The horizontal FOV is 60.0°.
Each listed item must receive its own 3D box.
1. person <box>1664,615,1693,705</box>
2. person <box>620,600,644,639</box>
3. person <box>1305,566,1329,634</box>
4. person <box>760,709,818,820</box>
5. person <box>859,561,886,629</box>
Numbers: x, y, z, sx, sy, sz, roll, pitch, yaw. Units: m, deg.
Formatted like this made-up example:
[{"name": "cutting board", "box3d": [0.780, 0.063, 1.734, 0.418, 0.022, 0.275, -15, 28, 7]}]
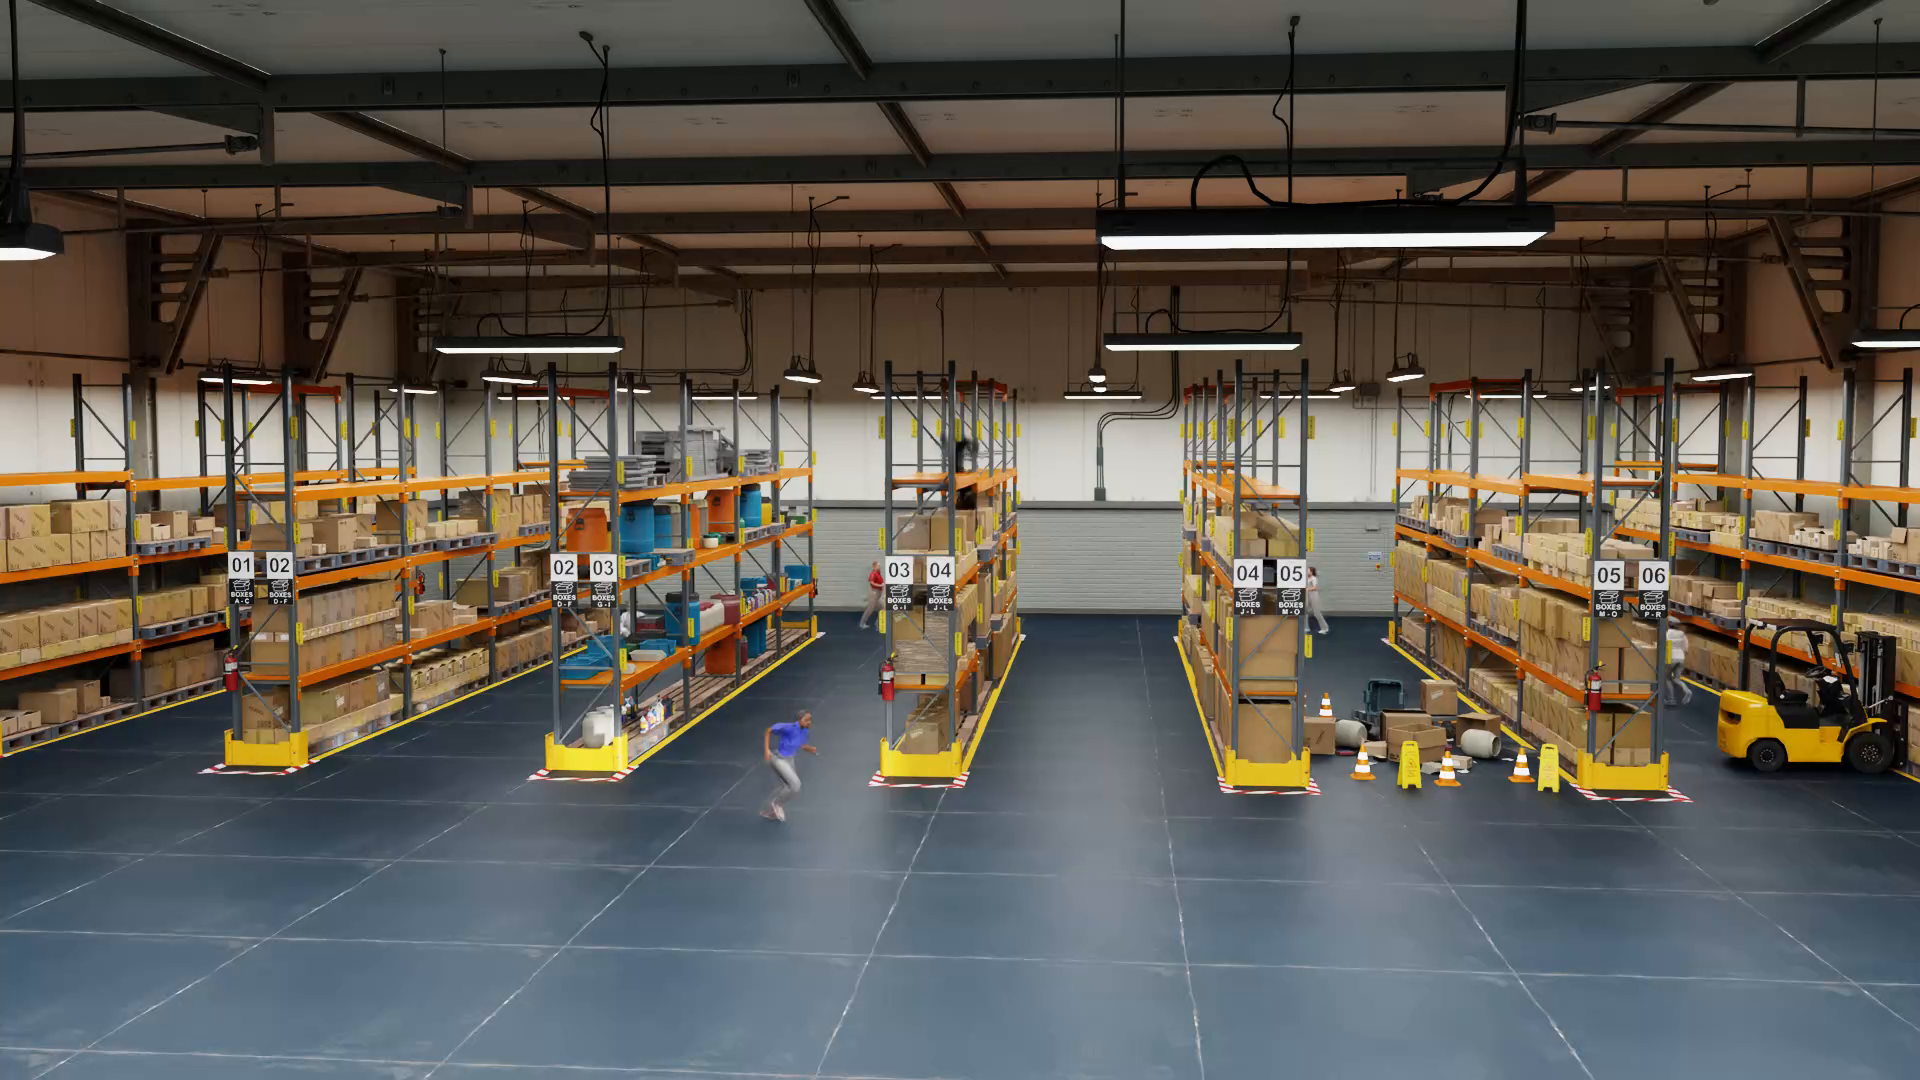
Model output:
[{"name": "person", "box3d": [13.026, 2.209, 30.230, 0.608, 1.641, 0.717, -1, 4, -12]}, {"name": "person", "box3d": [-6.650, 1.991, 33.872, 0.608, 1.571, 0.794, 0, 4, -6]}, {"name": "person", "box3d": [8.665, 1.500, 40.775, 0.723, 1.714, 0.655, 0, 4, -7]}, {"name": "person", "box3d": [-2.210, 2.861, 21.129, 0.890, 1.486, 0.606, 2, 4, 31]}, {"name": "person", "box3d": [-2.144, 1.422, 41.743, 0.735, 1.769, 0.719, 1, 4, 20]}]
